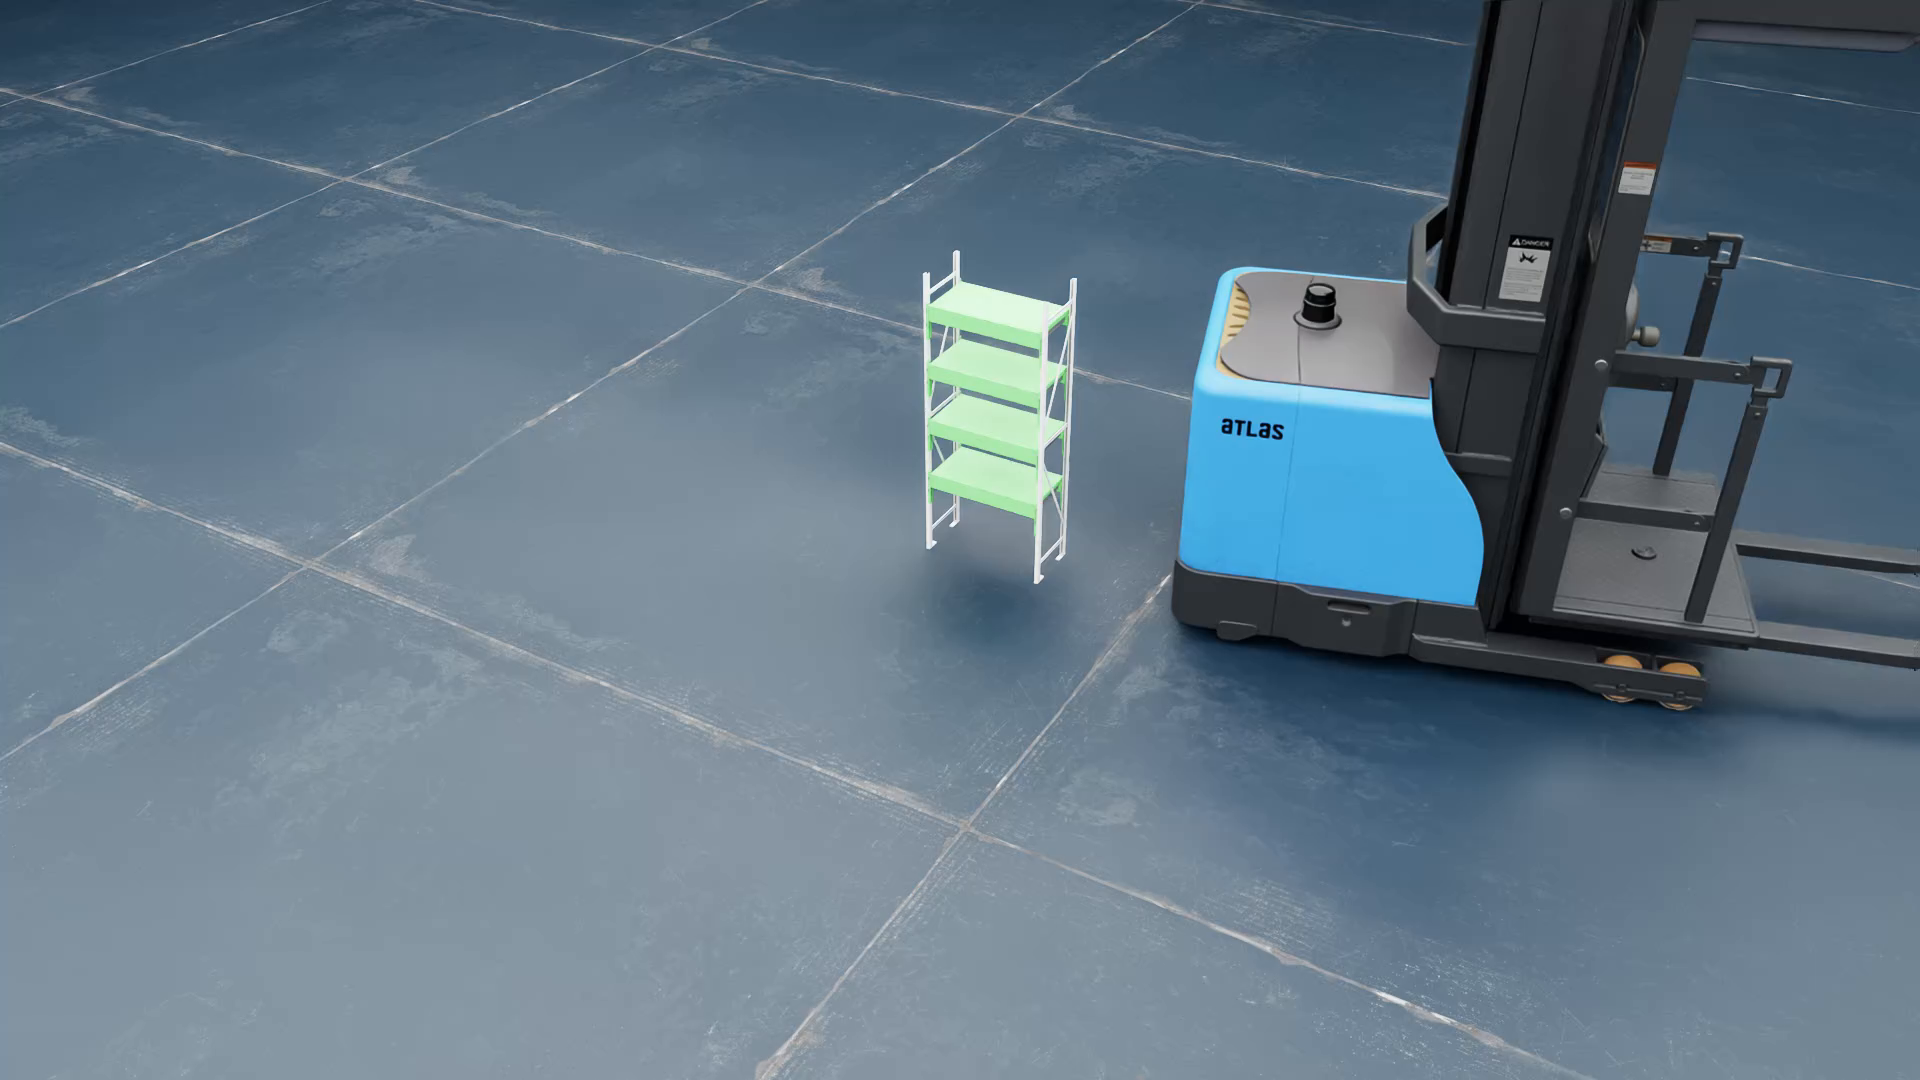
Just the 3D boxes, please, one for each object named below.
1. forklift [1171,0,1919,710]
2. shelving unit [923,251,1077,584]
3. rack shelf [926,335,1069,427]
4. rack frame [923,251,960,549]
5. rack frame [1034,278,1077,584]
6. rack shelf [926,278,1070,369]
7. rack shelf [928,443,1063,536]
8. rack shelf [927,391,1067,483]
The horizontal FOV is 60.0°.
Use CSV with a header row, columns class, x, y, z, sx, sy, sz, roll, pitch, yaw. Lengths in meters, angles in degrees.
class,x,y,z,sx,sy,sz,roll,pitch,yaw
forklift,2.363,-0.947,5.527,3.031,2.935,1.130,7,34,11
shelving unit,0.144,-0.454,6.349,0.503,1.200,0.258,18,37,24
rack shelf,0.144,-0.600,6.251,0.480,0.148,0.258,18,37,24
rack frame,-0.068,-0.521,6.450,0.015,1.200,0.240,18,37,24
rack frame,0.356,-0.387,6.248,0.015,1.200,0.240,18,37,24
rack shelf,0.144,-0.800,6.118,0.480,0.148,0.258,18,37,24
rack shelf,0.144,-0.201,6.518,0.480,0.148,0.258,18,37,24
rack shelf,0.144,-0.401,6.384,0.480,0.148,0.258,18,37,24
